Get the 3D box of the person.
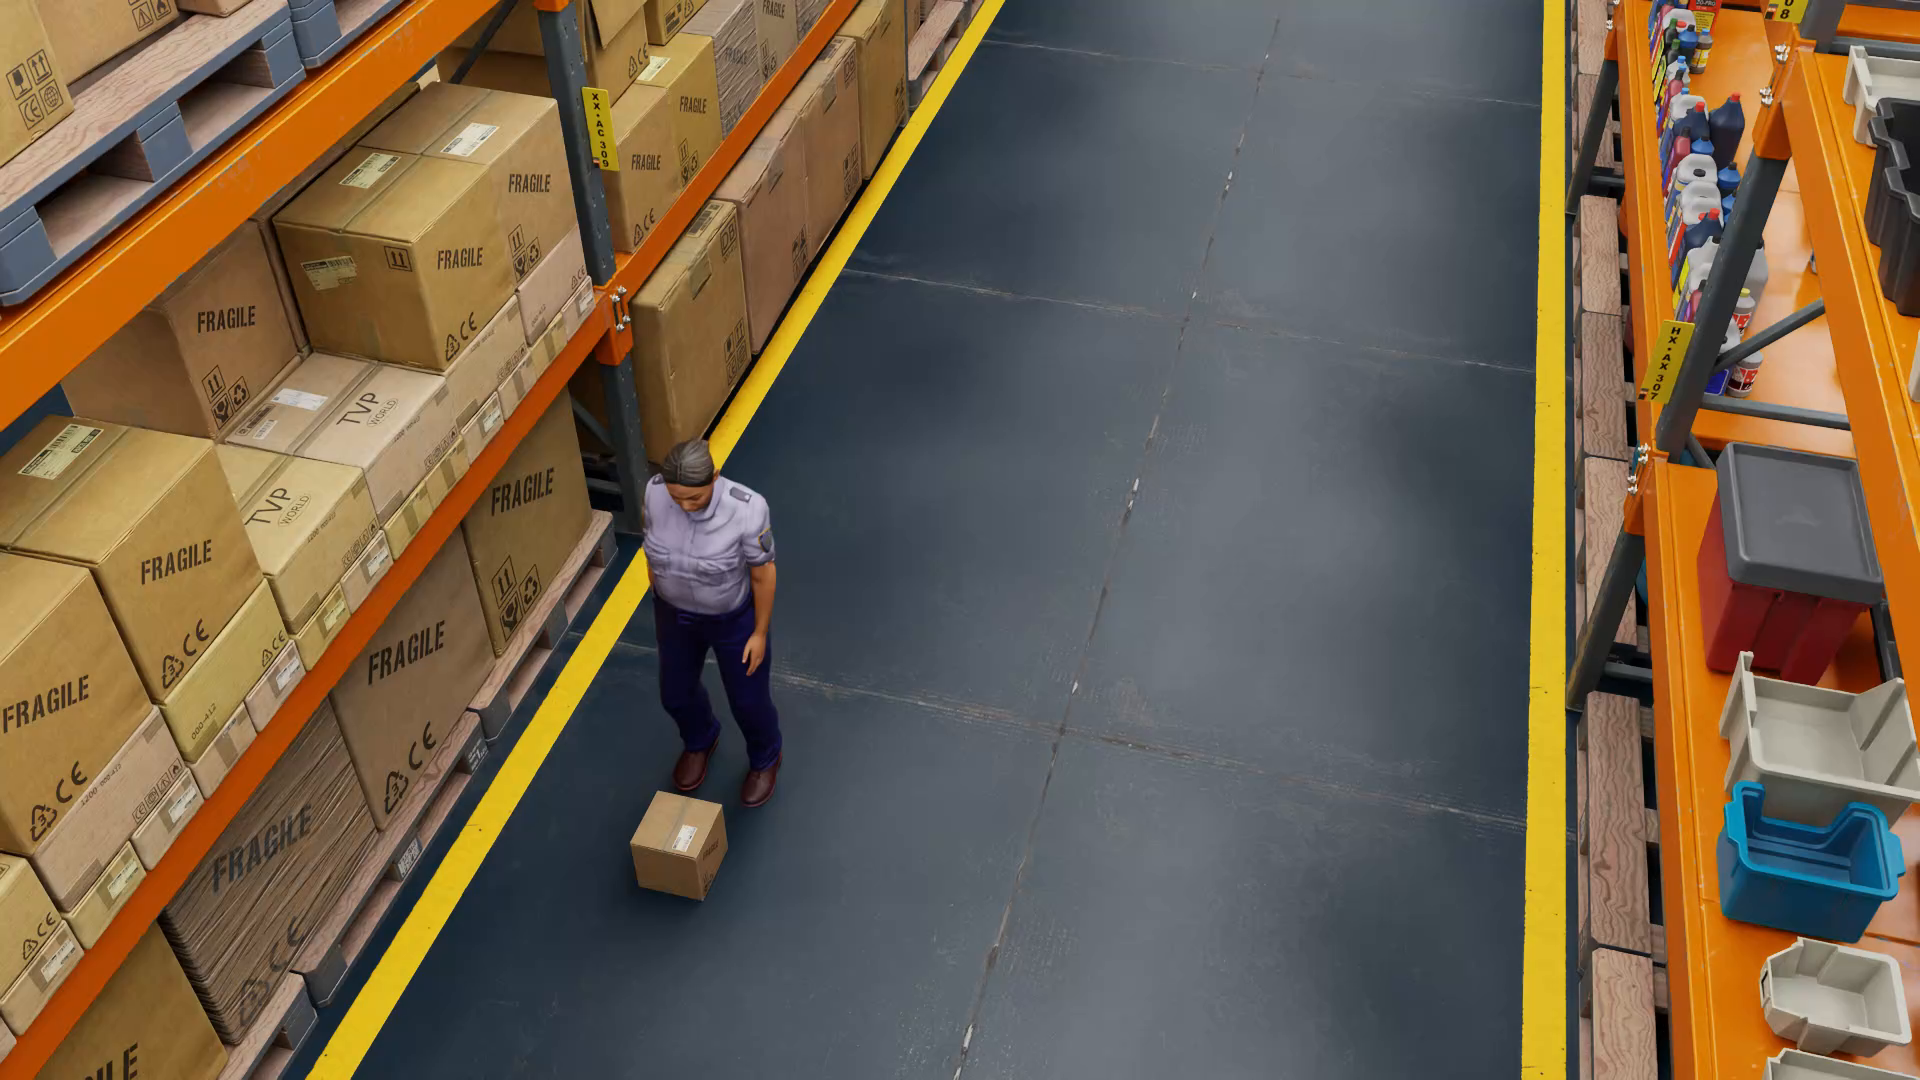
[{"bbox_3d":[-0.857,0.280,5.880,0.489,1.622,0.372,11,42,12],"label":"person"}]
